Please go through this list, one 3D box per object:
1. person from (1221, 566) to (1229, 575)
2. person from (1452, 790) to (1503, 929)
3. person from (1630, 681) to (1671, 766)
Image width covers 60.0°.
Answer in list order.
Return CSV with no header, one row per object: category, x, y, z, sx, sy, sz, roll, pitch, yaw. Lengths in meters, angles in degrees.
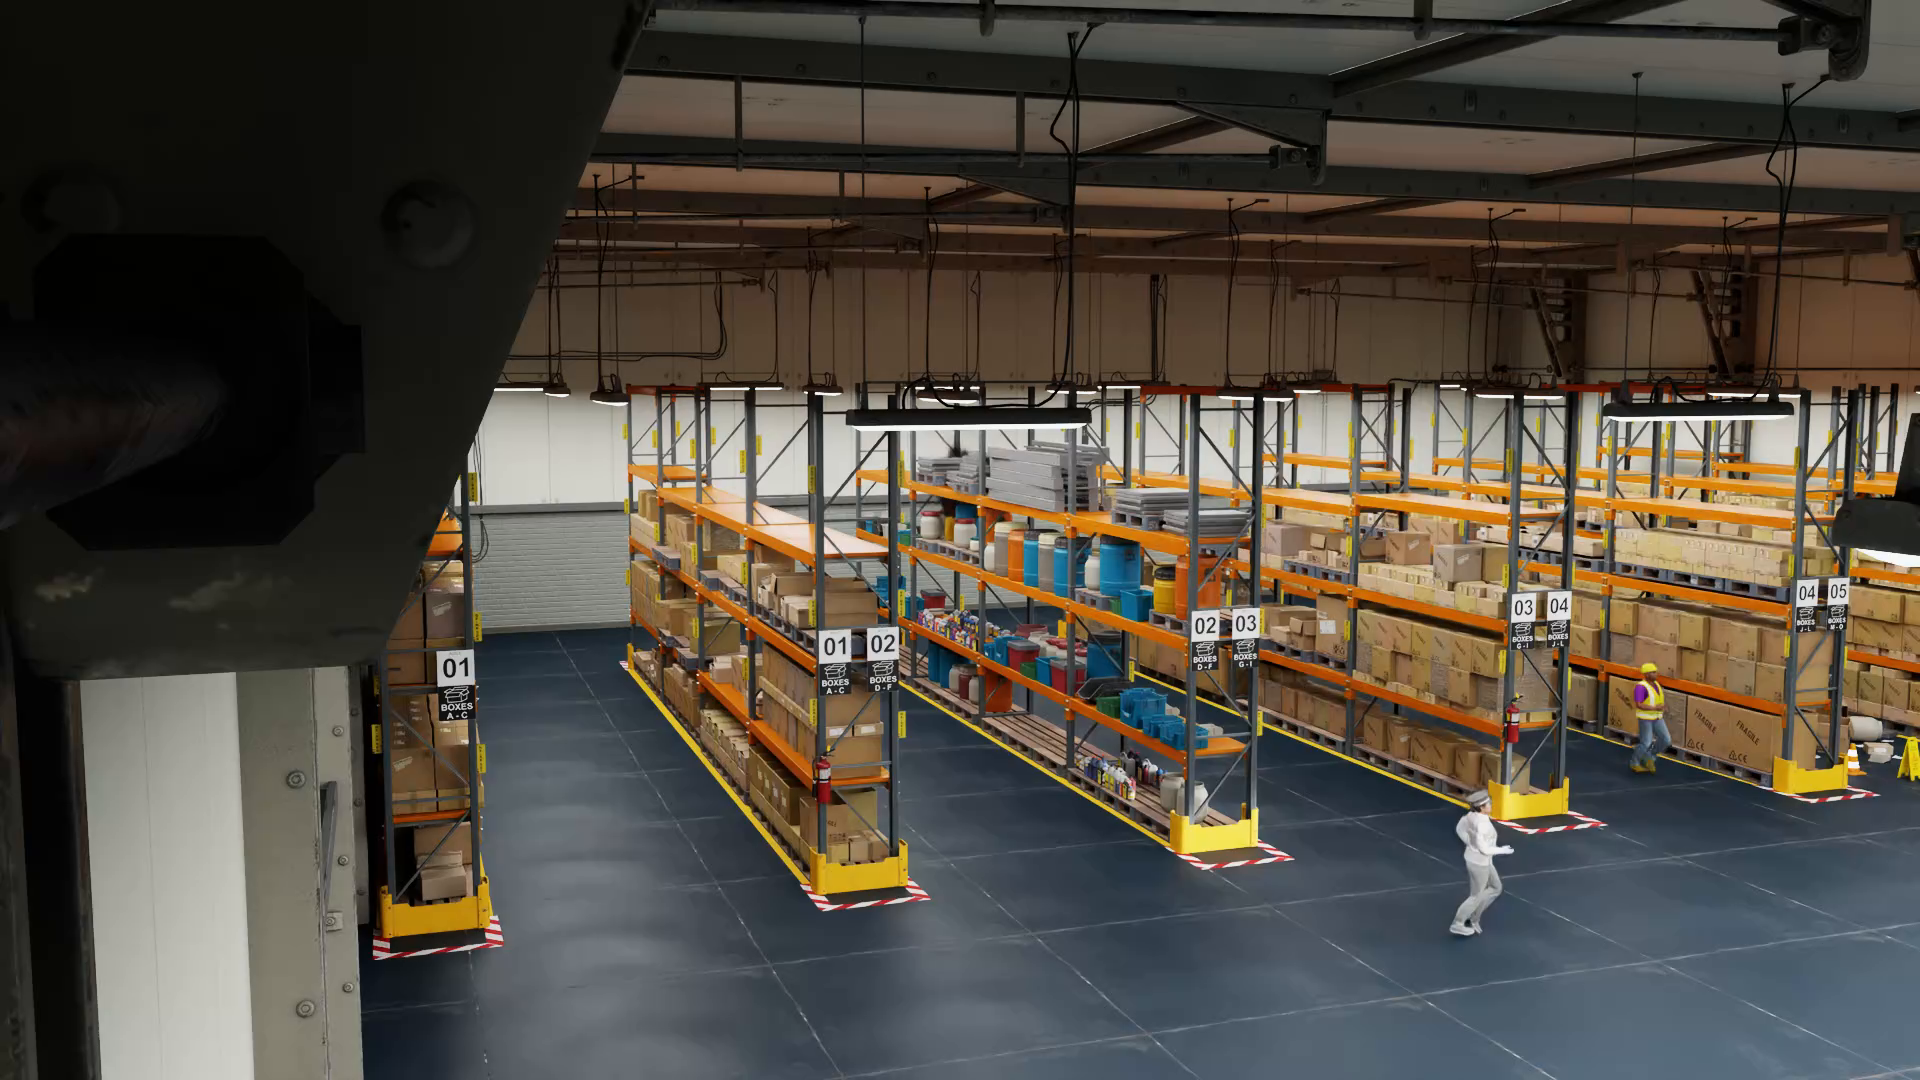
person,6.187,1.371,39.594,0.702,1.720,0.930,1,6,12
person,5.766,3.543,18.464,0.565,1.575,0.367,1,6,8
person,10.747,2.874,25.916,0.651,1.386,0.606,-3,7,-30
